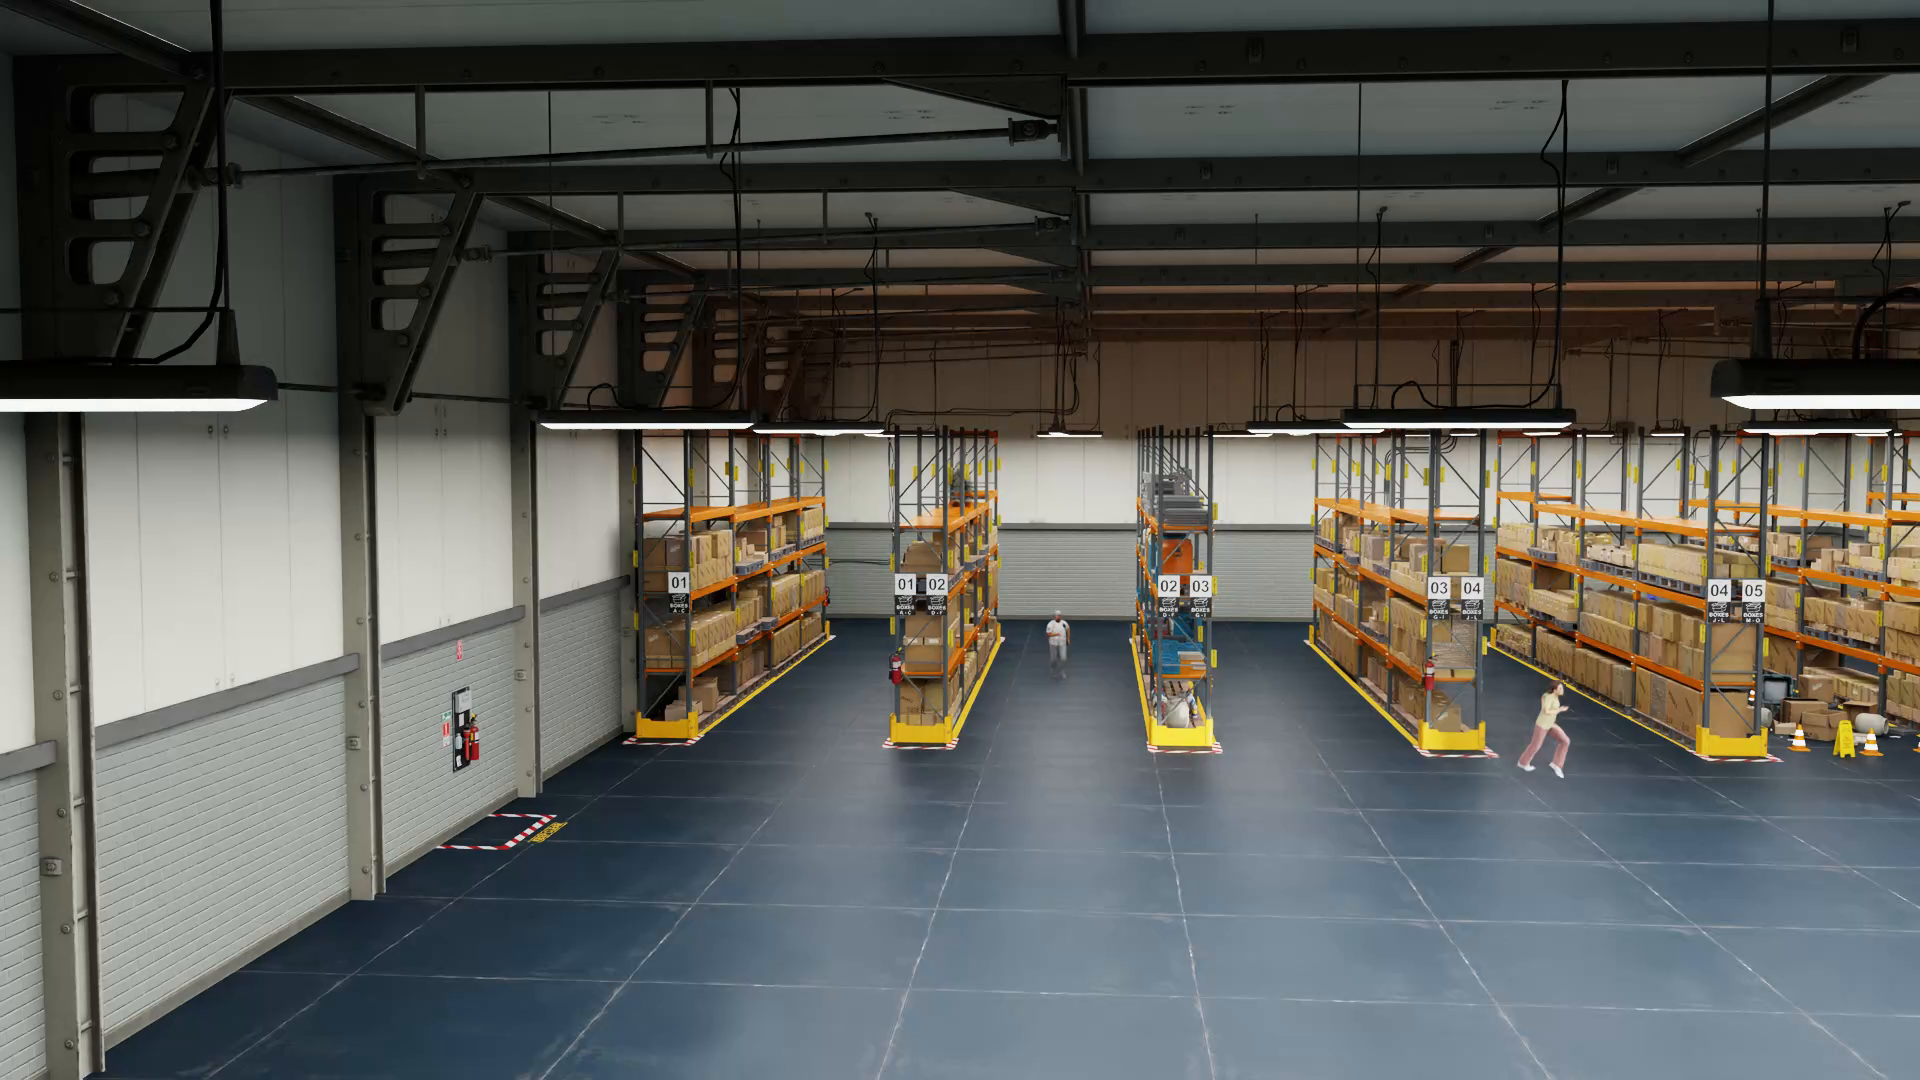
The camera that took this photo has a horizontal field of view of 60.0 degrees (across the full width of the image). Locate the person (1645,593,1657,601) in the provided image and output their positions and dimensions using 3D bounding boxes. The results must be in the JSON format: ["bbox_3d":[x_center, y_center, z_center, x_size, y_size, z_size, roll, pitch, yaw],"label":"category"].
[{"bbox_3d":[19.564,2.087,47.233,0.562,1.609,0.587,0,3,-2],"label":"person"}]

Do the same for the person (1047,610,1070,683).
[{"bbox_3d":[2.332,2.541,39.428,0.574,1.758,0.778,0,3,-1],"label":"person"}]

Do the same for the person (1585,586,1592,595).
[{"bbox_3d":[17.185,2.140,45.530,0.671,1.774,0.901,-1,4,-12],"label":"person"}]

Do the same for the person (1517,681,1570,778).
[{"bbox_3d":[9.927,3.201,28.305,0.891,1.650,0.569,3,5,44],"label":"person"}]
